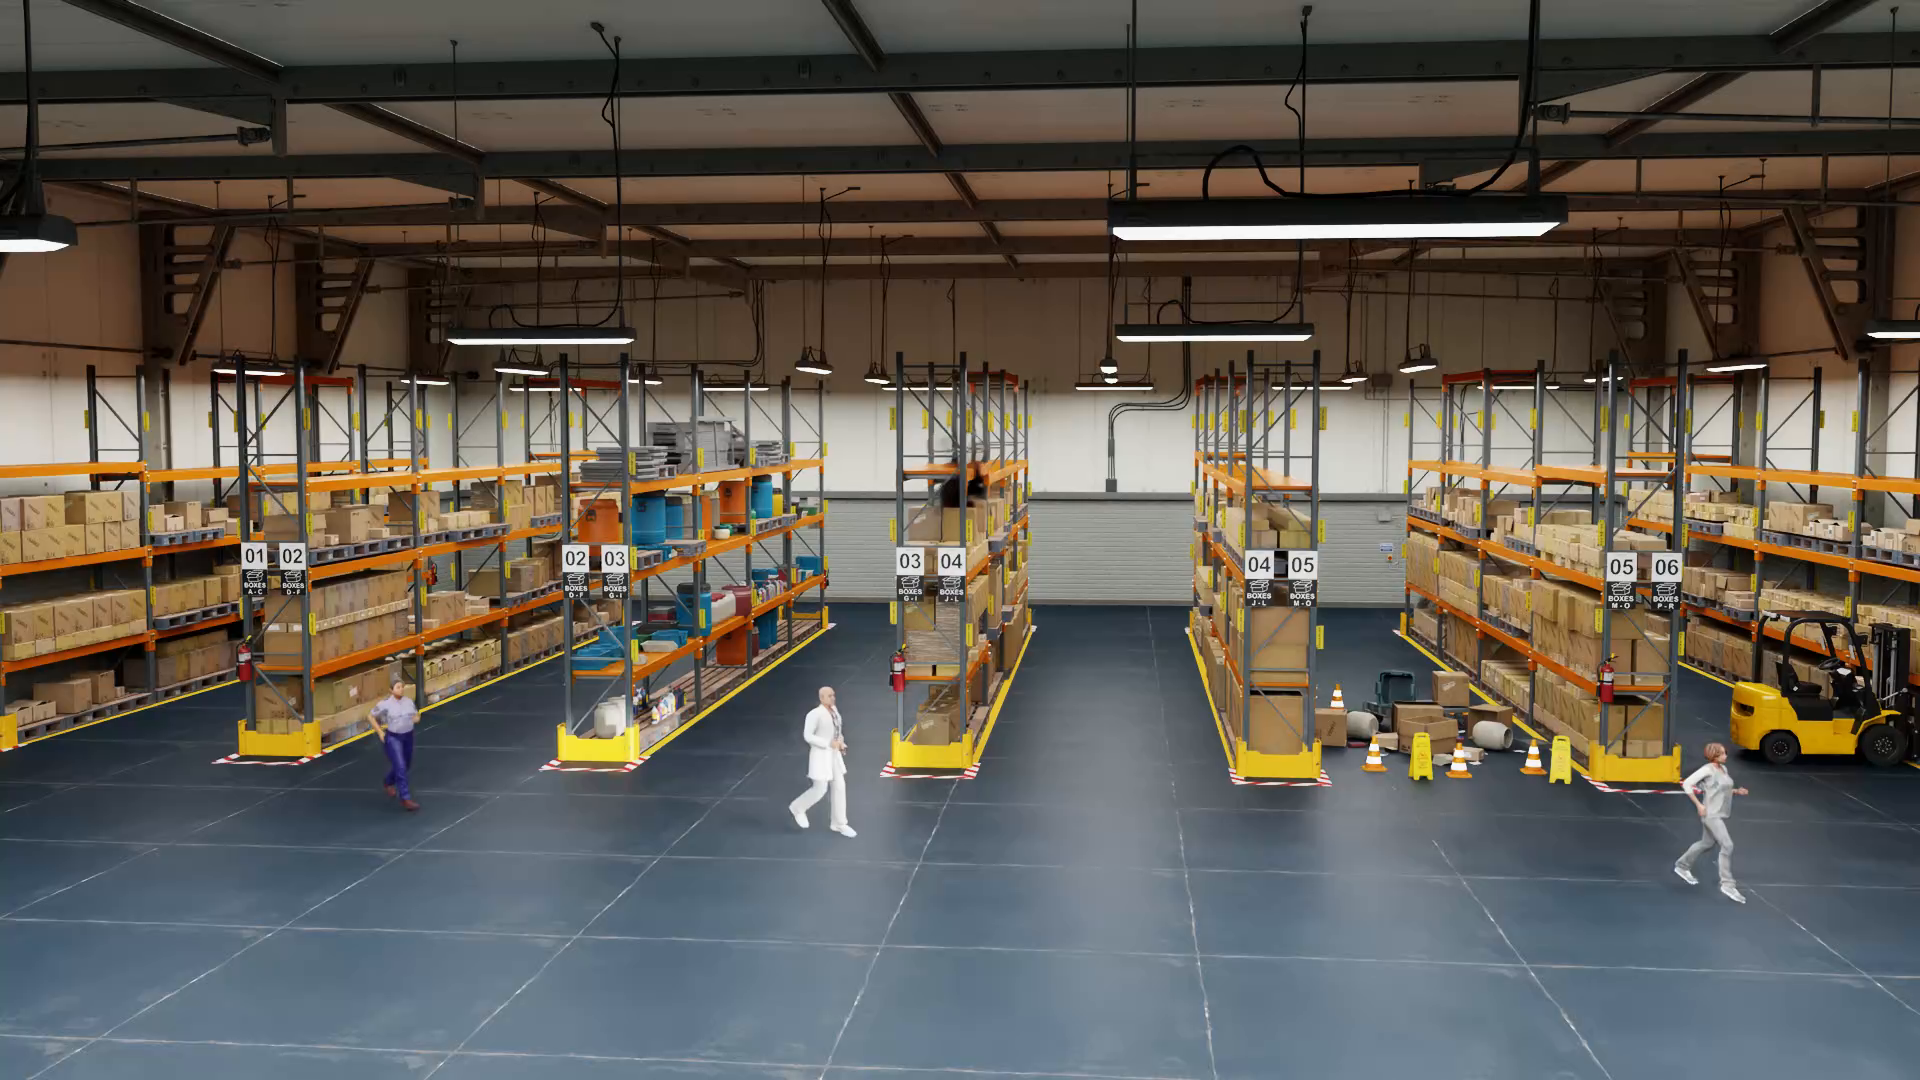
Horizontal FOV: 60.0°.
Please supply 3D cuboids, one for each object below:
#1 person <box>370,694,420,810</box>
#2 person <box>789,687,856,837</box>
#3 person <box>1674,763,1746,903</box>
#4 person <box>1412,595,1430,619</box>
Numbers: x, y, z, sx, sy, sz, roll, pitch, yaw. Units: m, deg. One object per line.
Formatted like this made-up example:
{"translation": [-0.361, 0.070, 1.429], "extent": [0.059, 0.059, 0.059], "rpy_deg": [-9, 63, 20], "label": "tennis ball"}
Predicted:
{"translation": [-7.313, 2.726, 21.655], "extent": [0.940, 1.438, 0.563], "rpy_deg": [3, 5, 35], "label": "person"}
{"translation": [-1.663, 2.674, 20.265], "extent": [0.934, 1.799, 0.734], "rpy_deg": [3, 5, 34], "label": "person"}
{"translation": [7.938, 3.053, 17.573], "extent": [0.784, 1.406, 0.517], "rpy_deg": [4, 6, 44], "label": "person"}
{"translation": [11.226, 1.268, 40.413], "extent": [0.767, 1.725, 0.902], "rpy_deg": [1, 4, 15], "label": "person"}
